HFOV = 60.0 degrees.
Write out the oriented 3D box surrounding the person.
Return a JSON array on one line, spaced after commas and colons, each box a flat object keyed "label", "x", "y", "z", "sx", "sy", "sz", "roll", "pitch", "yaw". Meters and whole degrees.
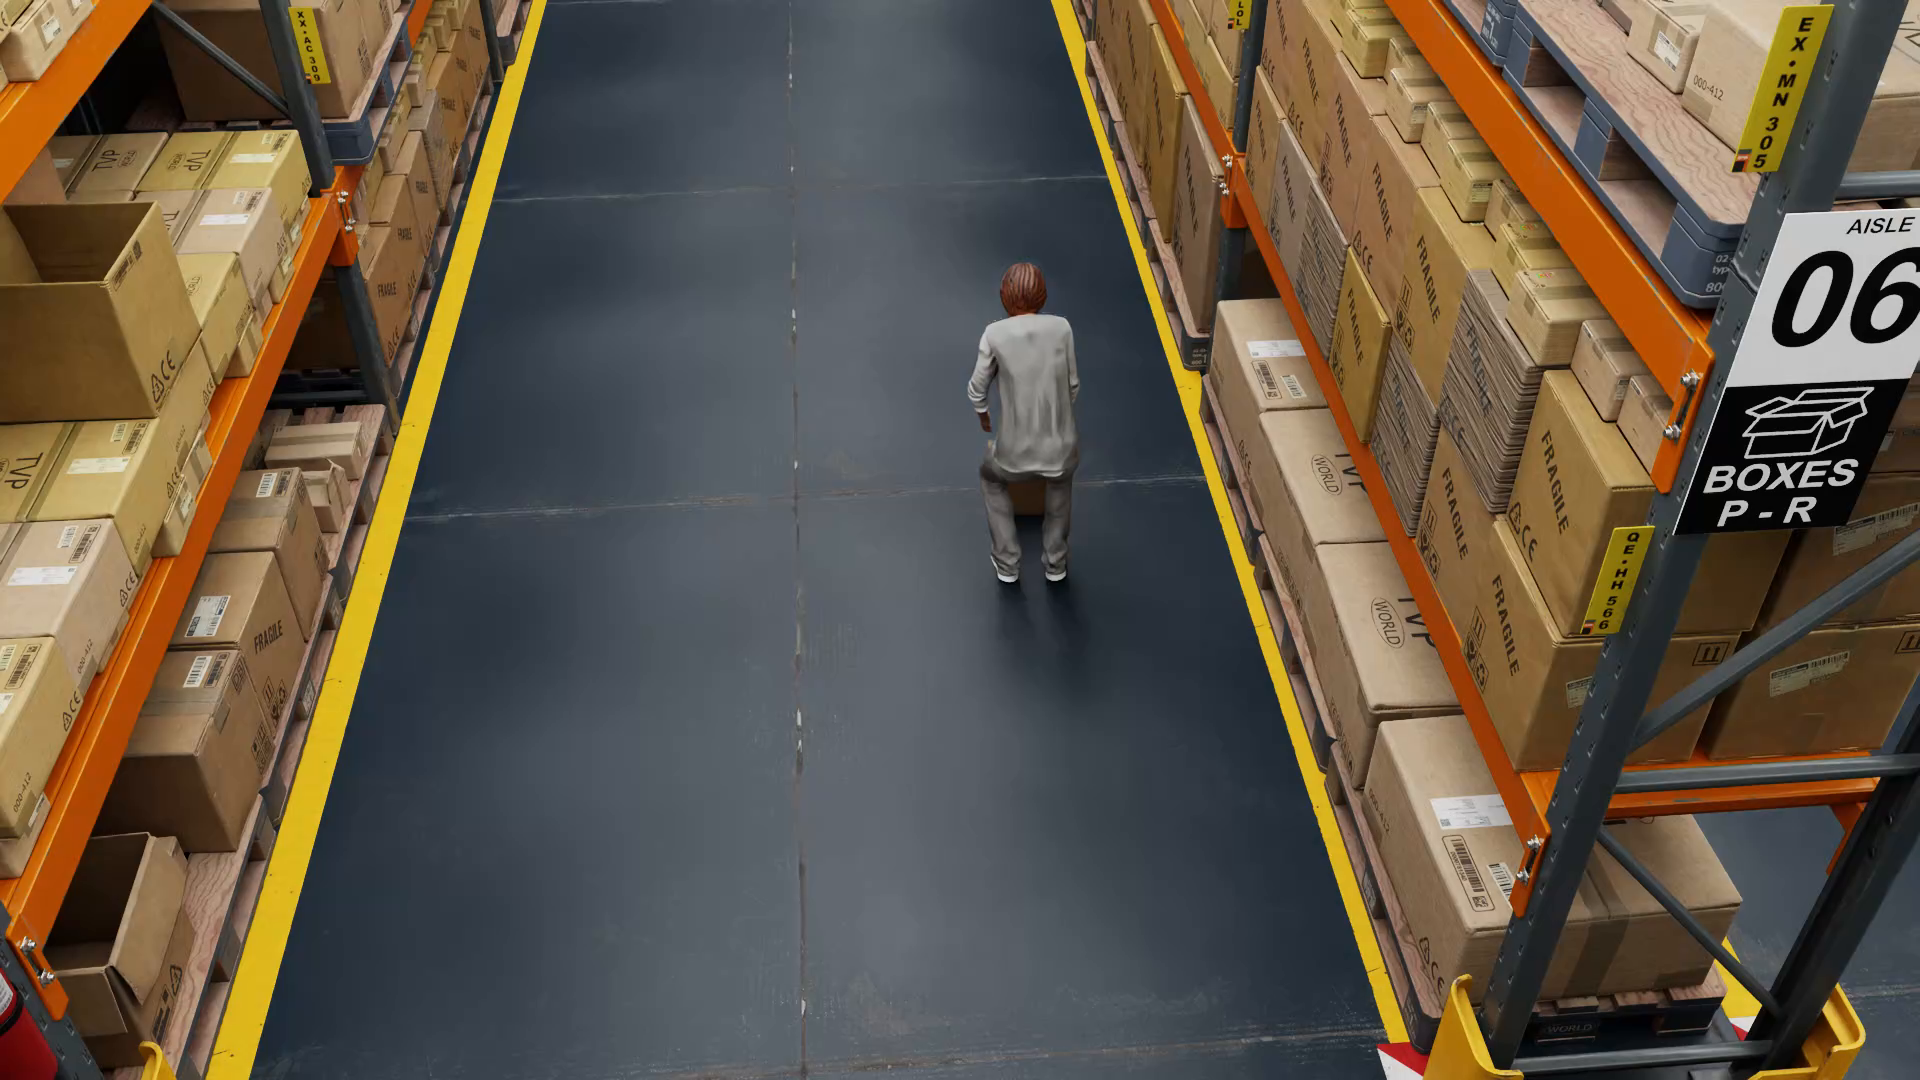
[{"label": "person", "x": 0.266, "y": -0.432, "z": 6.865, "sx": 0.460, "sy": 1.376, "sz": 0.602, "roll": -2, "pitch": 40, "yaw": -3}]
